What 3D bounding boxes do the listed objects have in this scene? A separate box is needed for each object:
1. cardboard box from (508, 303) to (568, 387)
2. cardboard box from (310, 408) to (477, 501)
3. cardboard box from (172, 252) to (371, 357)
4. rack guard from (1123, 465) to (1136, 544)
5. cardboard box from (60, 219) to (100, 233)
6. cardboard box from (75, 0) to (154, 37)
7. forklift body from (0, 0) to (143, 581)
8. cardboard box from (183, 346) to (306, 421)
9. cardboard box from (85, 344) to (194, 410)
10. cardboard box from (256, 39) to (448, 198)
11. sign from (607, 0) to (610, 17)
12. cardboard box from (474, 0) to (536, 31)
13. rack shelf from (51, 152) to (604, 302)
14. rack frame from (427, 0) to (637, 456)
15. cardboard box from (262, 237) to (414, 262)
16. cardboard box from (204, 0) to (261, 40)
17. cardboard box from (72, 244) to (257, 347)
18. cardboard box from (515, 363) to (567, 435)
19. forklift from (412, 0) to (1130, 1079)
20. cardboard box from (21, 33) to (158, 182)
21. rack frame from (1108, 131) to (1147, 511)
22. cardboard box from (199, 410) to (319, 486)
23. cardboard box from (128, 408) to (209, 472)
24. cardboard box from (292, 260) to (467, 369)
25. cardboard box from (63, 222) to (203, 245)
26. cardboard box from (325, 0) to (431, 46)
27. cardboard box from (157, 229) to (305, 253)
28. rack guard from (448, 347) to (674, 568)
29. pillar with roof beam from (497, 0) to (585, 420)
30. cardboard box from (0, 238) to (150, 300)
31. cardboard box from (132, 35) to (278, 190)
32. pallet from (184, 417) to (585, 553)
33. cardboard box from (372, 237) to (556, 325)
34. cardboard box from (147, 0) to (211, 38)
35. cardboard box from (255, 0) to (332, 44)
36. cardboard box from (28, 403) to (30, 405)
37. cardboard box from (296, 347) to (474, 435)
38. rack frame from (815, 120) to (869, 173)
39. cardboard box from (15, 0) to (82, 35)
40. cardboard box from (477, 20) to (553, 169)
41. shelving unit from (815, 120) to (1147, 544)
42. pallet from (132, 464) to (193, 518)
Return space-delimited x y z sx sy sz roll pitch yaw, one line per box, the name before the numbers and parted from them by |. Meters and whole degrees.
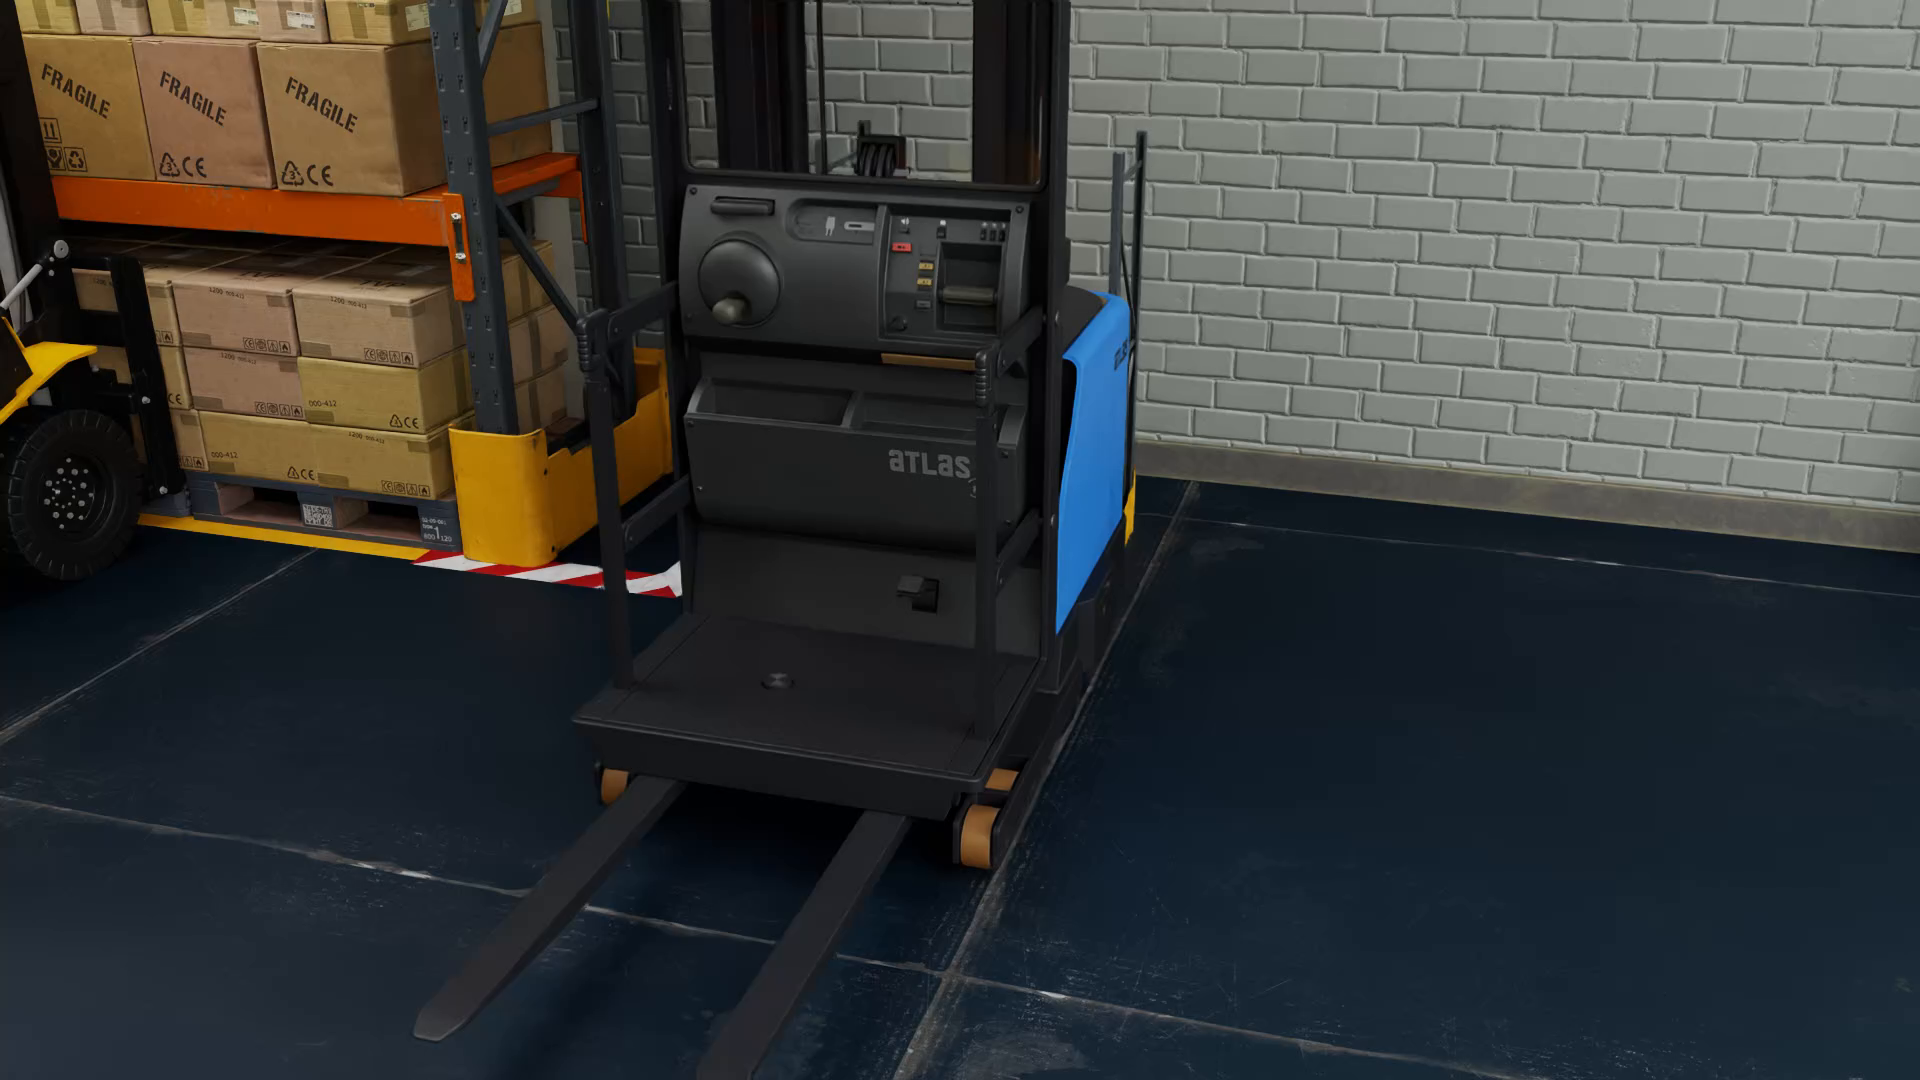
cardboard box | -1.927 -0.796 6.668 0.500 0.250 0.500 7 23 16
cardboard box | -2.078 -0.374 6.299 0.500 0.250 0.500 7 23 16
cardboard box | -2.558 -0.891 6.242 0.500 0.250 0.500 7 23 16
rack guard | 0.553 -0.063 6.095 0.087 0.250 0.587 6 23 14
cardboard box | -3.870 -1.244 7.104 0.500 0.250 0.500 7 23 16
cardboard box | -2.937 -1.909 5.985 0.250 0.149 0.380 6 23 14
forklift body | -3.879 -0.668 5.064 1.214 2.155 2.313 7 23 16
cardboard box | -2.570 -0.667 6.356 0.500 0.250 0.500 6 23 15
cardboard box | -3.071 -0.716 6.475 0.500 0.250 0.500 6 23 14
cardboard box | -2.084 -1.520 5.892 0.500 0.500 0.500 6 23 14
sign | -1.371 -2.153 6.322 0.005 0.325 0.100 7 23 16
cardboard box | -1.787 -1.993 6.190 0.250 0.149 0.380 6 23 14
rack shelf | -3.452 -1.402 6.683 4.000 0.370 1.077 7 23 16
rack frame | -1.537 -1.515 6.012 0.127 3.000 1.000 7 23 16
cardboard box | -2.422 -1.075 6.690 0.500 0.250 0.500 7 23 16
cardboard box | -2.434 -1.866 5.880 0.250 0.149 0.380 7 23 17
cardboard box | -3.044 -0.943 6.368 0.500 0.250 0.500 7 23 16
cardboard box | -1.951 -0.562 6.758 0.500 0.250 0.500 7 23 16
forklift | -0.339 -0.684 4.075 1.130 2.935 3.031 6 23 15
cardboard box | -3.069 -1.636 6.175 0.500 0.500 0.500 6 23 14
rack frame | 0.572 -0.640 5.853 0.032 1.500 0.500 6 23 14
cardboard box | -2.551 -0.432 6.441 0.500 0.250 0.500 7 23 15
cardboard box | -3.028 -0.490 6.582 0.500 0.250 0.500 7 23 16
cardboard box | -2.068 -0.837 6.111 0.500 0.250 0.500 7 23 17
cardboard box | -3.386 -1.192 6.977 0.500 0.250 0.500 6 23 14
cardboard box | -1.950 -1.798 5.714 0.250 0.149 0.380 7 23 16
cardboard box | -2.897 -1.134 6.834 0.500 0.250 0.500 6 23 15
rack guard | -1.514 -0.356 6.480 0.348 0.500 1.175 7 23 16
pillar with roof beam | -3.187 -3.131 2.044 0.400 9.000 9.100 7 23 16
cardboard box | -3.527 -1.001 6.510 0.500 0.250 0.500 6 23 14
cardboard box | -2.578 -1.580 6.038 0.500 0.500 0.500 7 23 17
pallet | -2.281 -0.294 6.708 1.213 0.211 1.003 7 23 16
cardboard box | -1.942 -1.021 6.560 0.500 0.250 0.500 6 23 15
cardboard box | -2.668 -1.897 5.956 0.250 0.149 0.380 6 23 15
cardboard box | -2.203 -1.815 5.756 0.250 0.149 0.380 7 23 16
cardboard box | -3.531 -0.539 6.701 0.500 0.250 0.500 7 23 17
cardboard box | -2.093 -0.609 6.212 0.500 0.250 0.500 6 23 15
rack frame | -0.409 -0.741 6.100 0.032 1.500 0.500 6 23 14
cardboard box | -3.185 -1.930 6.035 0.250 0.149 0.380 7 23 16
cardboard box | -1.931 -1.717 6.371 0.500 0.500 0.500 7 23 17
shelving unit | 0.073 -0.691 5.979 1.083 1.500 0.587 6 23 14
pallet | -3.445 -0.428 7.036 1.213 0.211 1.003 7 23 15
